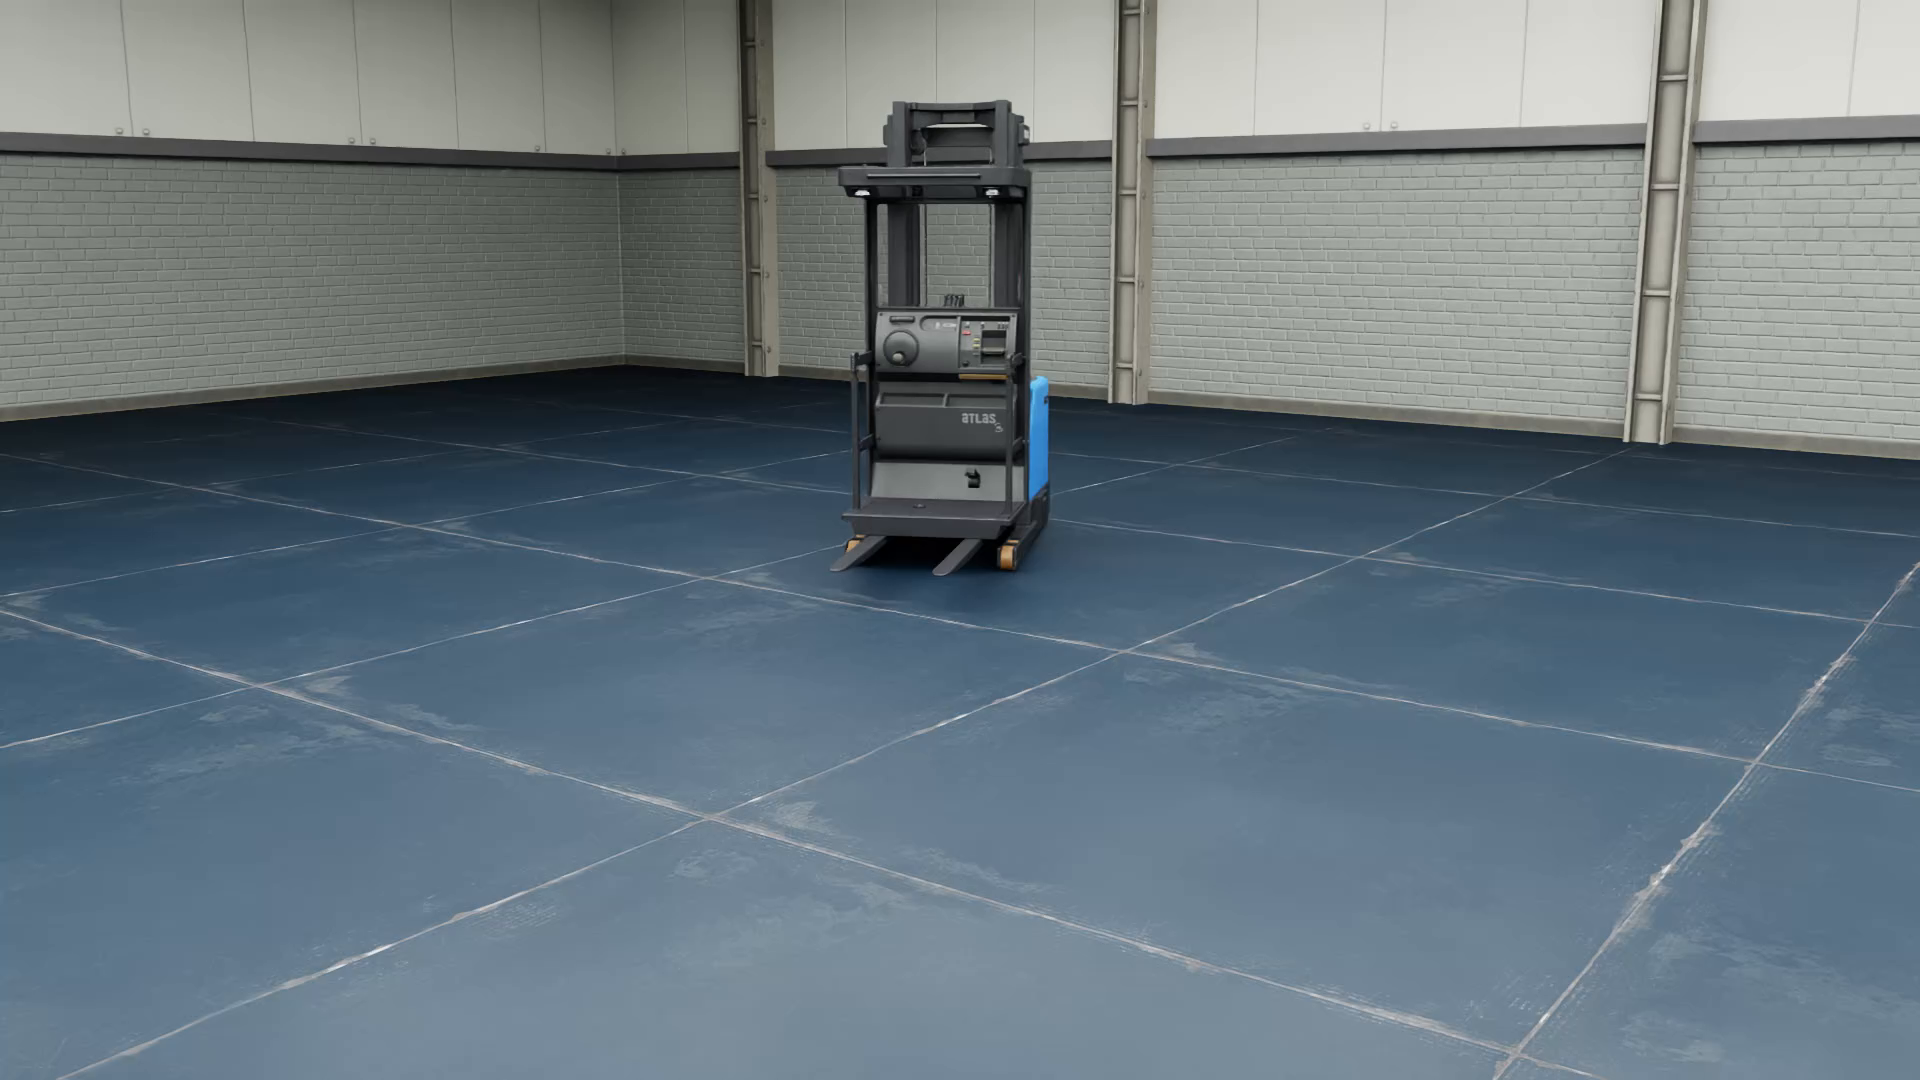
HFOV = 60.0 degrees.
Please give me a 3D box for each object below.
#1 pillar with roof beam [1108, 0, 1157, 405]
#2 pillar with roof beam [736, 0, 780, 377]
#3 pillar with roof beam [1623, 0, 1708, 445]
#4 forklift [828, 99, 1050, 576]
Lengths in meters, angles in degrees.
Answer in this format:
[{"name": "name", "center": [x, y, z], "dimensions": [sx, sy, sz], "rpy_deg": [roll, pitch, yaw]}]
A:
[{"name": "pillar with roof beam", "center": [-0.515, -5.418, 15.841], "dimensions": [0.400, 9.000, 9.100], "rpy_deg": [8, 13, 36]}, {"name": "pillar with roof beam", "center": [-5.351, -6.092, 19.328], "dimensions": [0.400, 9.000, 9.100], "rpy_deg": [8, 13, 36]}, {"name": "pillar with roof beam", "center": [4.321, -4.743, 12.354], "dimensions": [0.400, 9.000, 9.100], "rpy_deg": [8, 13, 36]}, {"name": "forklift", "center": [-0.129, -1.317, 10.621], "dimensions": [1.130, 2.935, 3.031], "rpy_deg": [2, 11, 11]}]
